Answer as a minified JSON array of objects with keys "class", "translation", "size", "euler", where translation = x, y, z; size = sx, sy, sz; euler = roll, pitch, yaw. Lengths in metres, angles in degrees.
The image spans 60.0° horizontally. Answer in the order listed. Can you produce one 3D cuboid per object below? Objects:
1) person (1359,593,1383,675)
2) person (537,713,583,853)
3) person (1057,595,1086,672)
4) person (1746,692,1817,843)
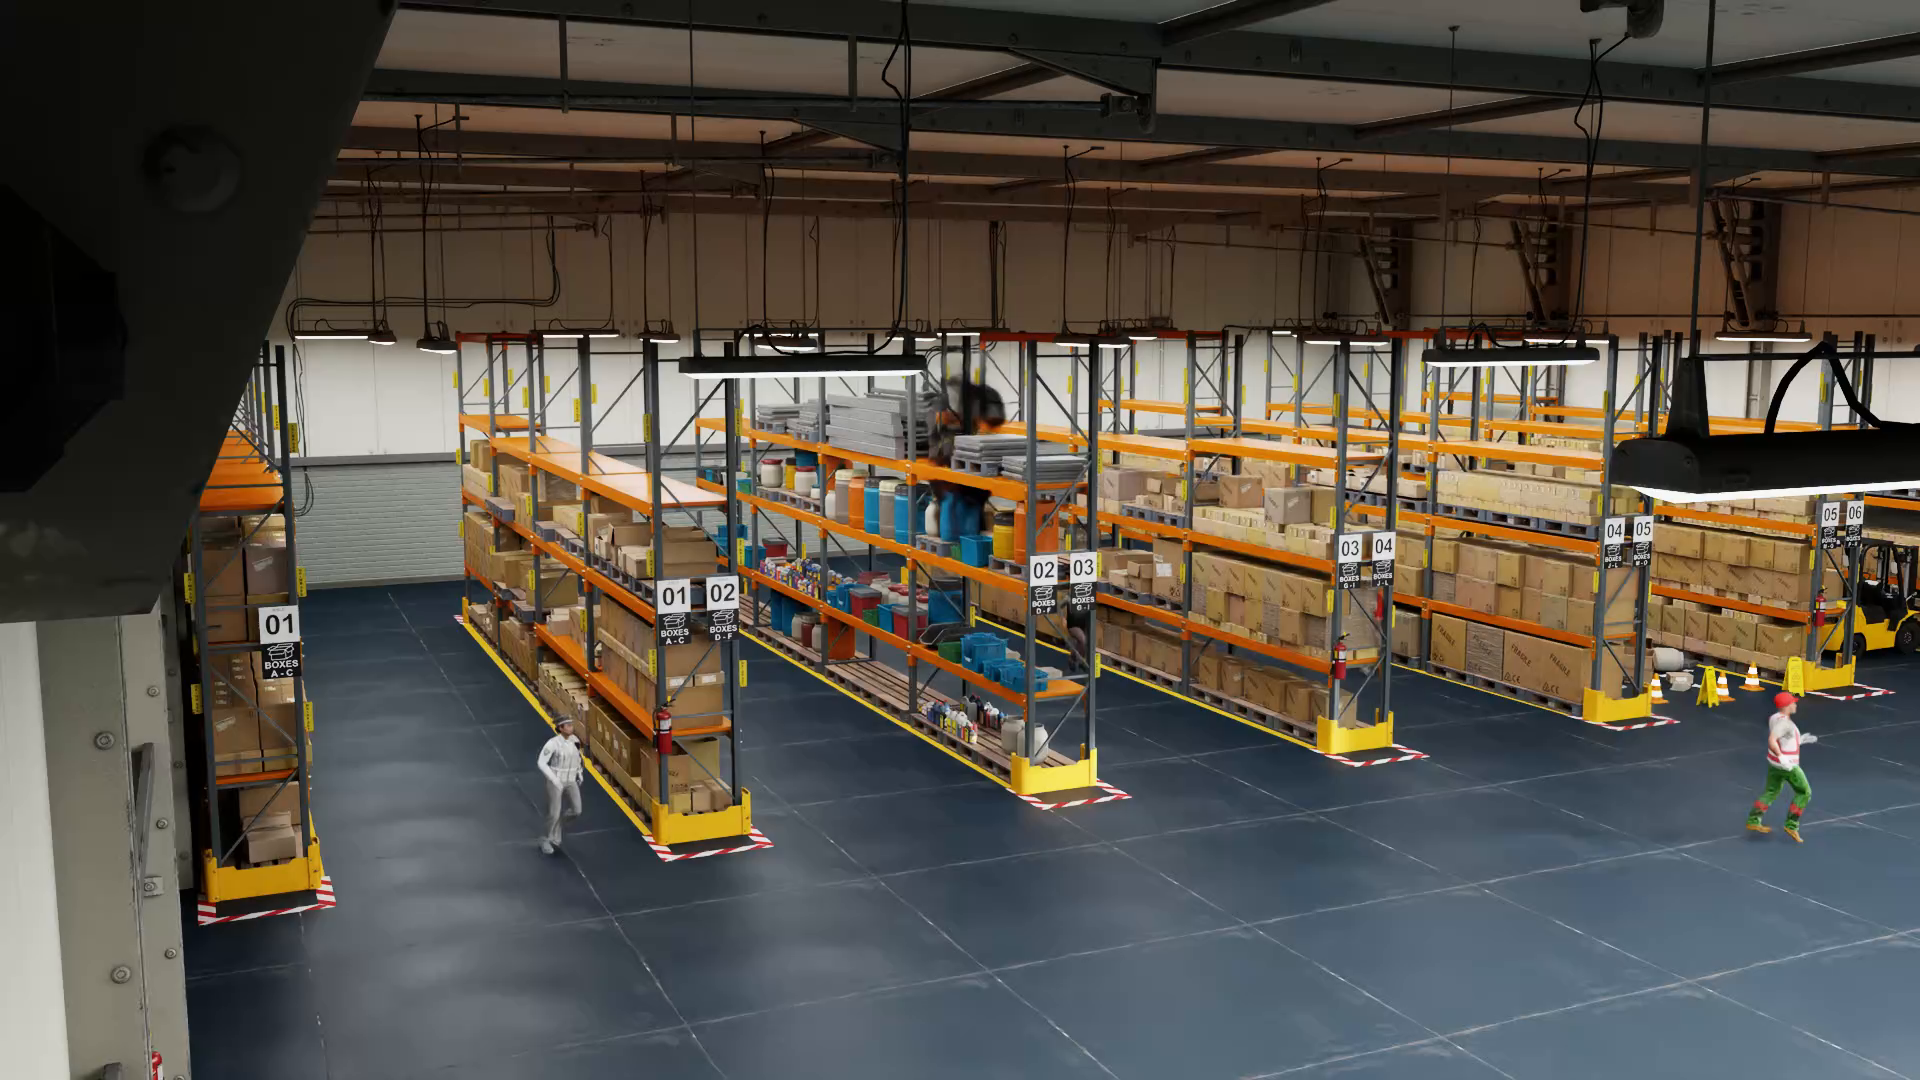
[{"class":"person","translation":[7.309,1.549,29.301],"size":[0.652,1.687,0.602],"euler":[-4,9,-26]},{"class":"person","translation":[-4.687,2.874,19.770],"size":[0.505,1.640,0.675],"euler":[7,11,43]},{"class":"person","translation":[2.044,1.524,28.764],"size":[0.656,1.671,0.970],"euler":[-4,9,-27]},{"class":"person","translation":[9.966,2.704,20.097],"size":[0.758,1.748,0.646],"euler":[1,8,5]}]
